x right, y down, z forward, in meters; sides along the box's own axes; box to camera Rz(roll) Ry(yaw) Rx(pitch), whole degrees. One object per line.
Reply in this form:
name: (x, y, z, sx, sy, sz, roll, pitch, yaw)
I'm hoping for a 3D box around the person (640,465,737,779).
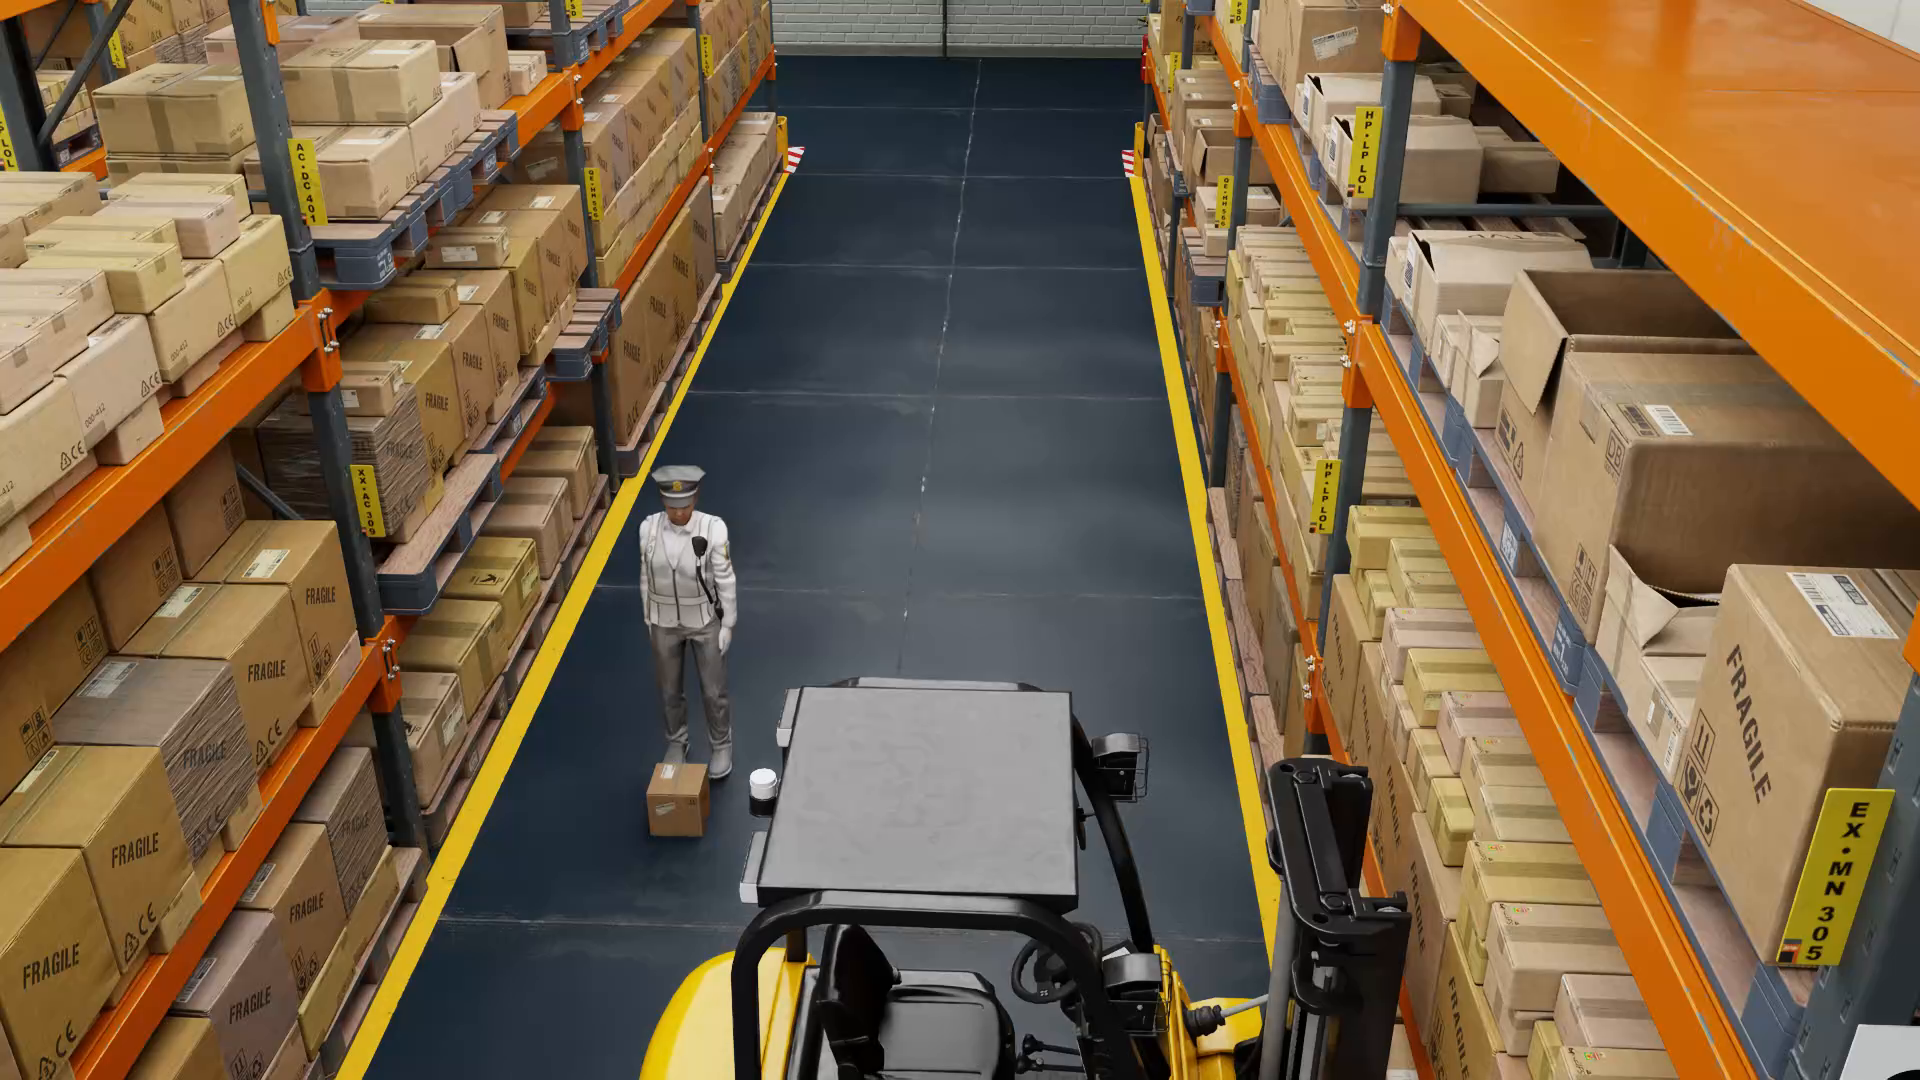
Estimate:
person: (-1.321, 0.412, 8.079, 0.451, 1.663, 0.329, 2, 28, 3)
